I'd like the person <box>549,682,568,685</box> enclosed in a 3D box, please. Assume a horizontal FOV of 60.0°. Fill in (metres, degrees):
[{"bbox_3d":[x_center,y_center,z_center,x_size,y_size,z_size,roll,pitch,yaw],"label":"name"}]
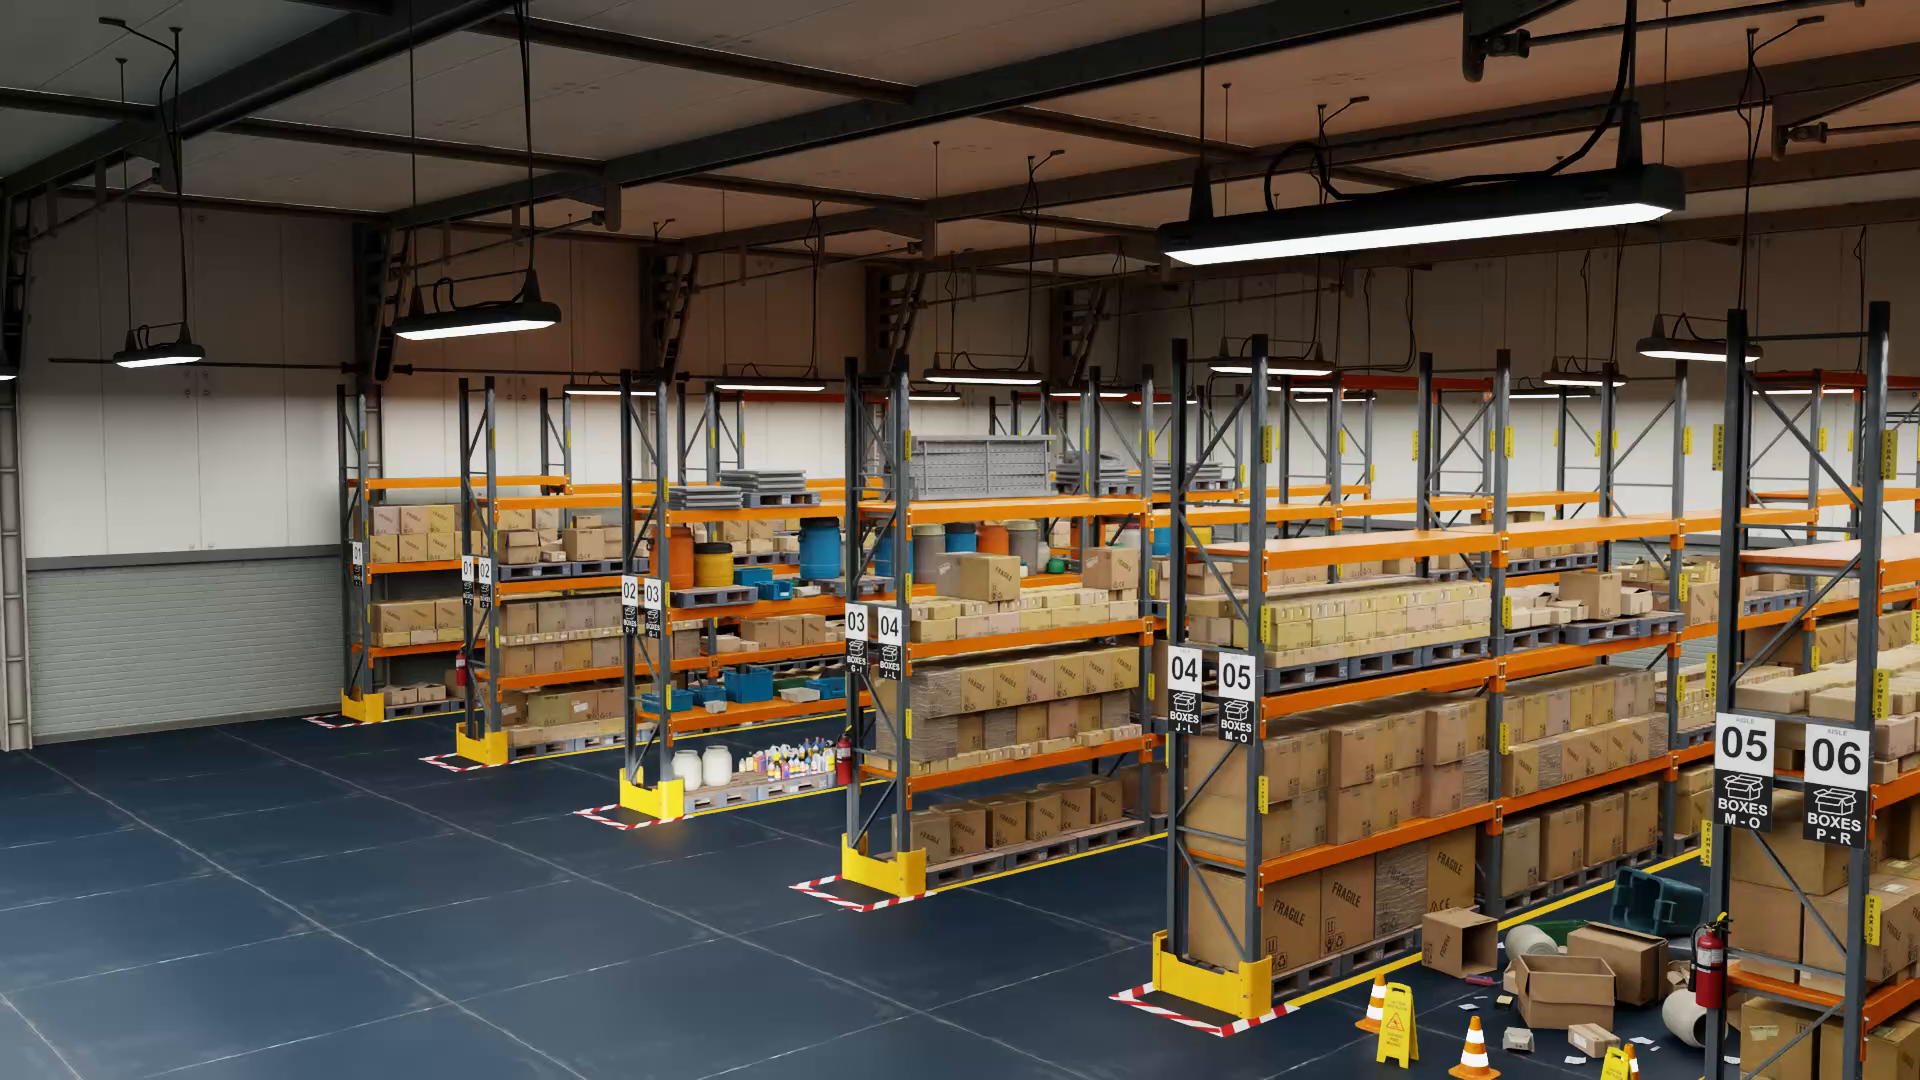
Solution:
[{"bbox_3d":[-7.201,2.385,29.539,0.648,1.849,0.378,-4,5,-43],"label":"person"}]
